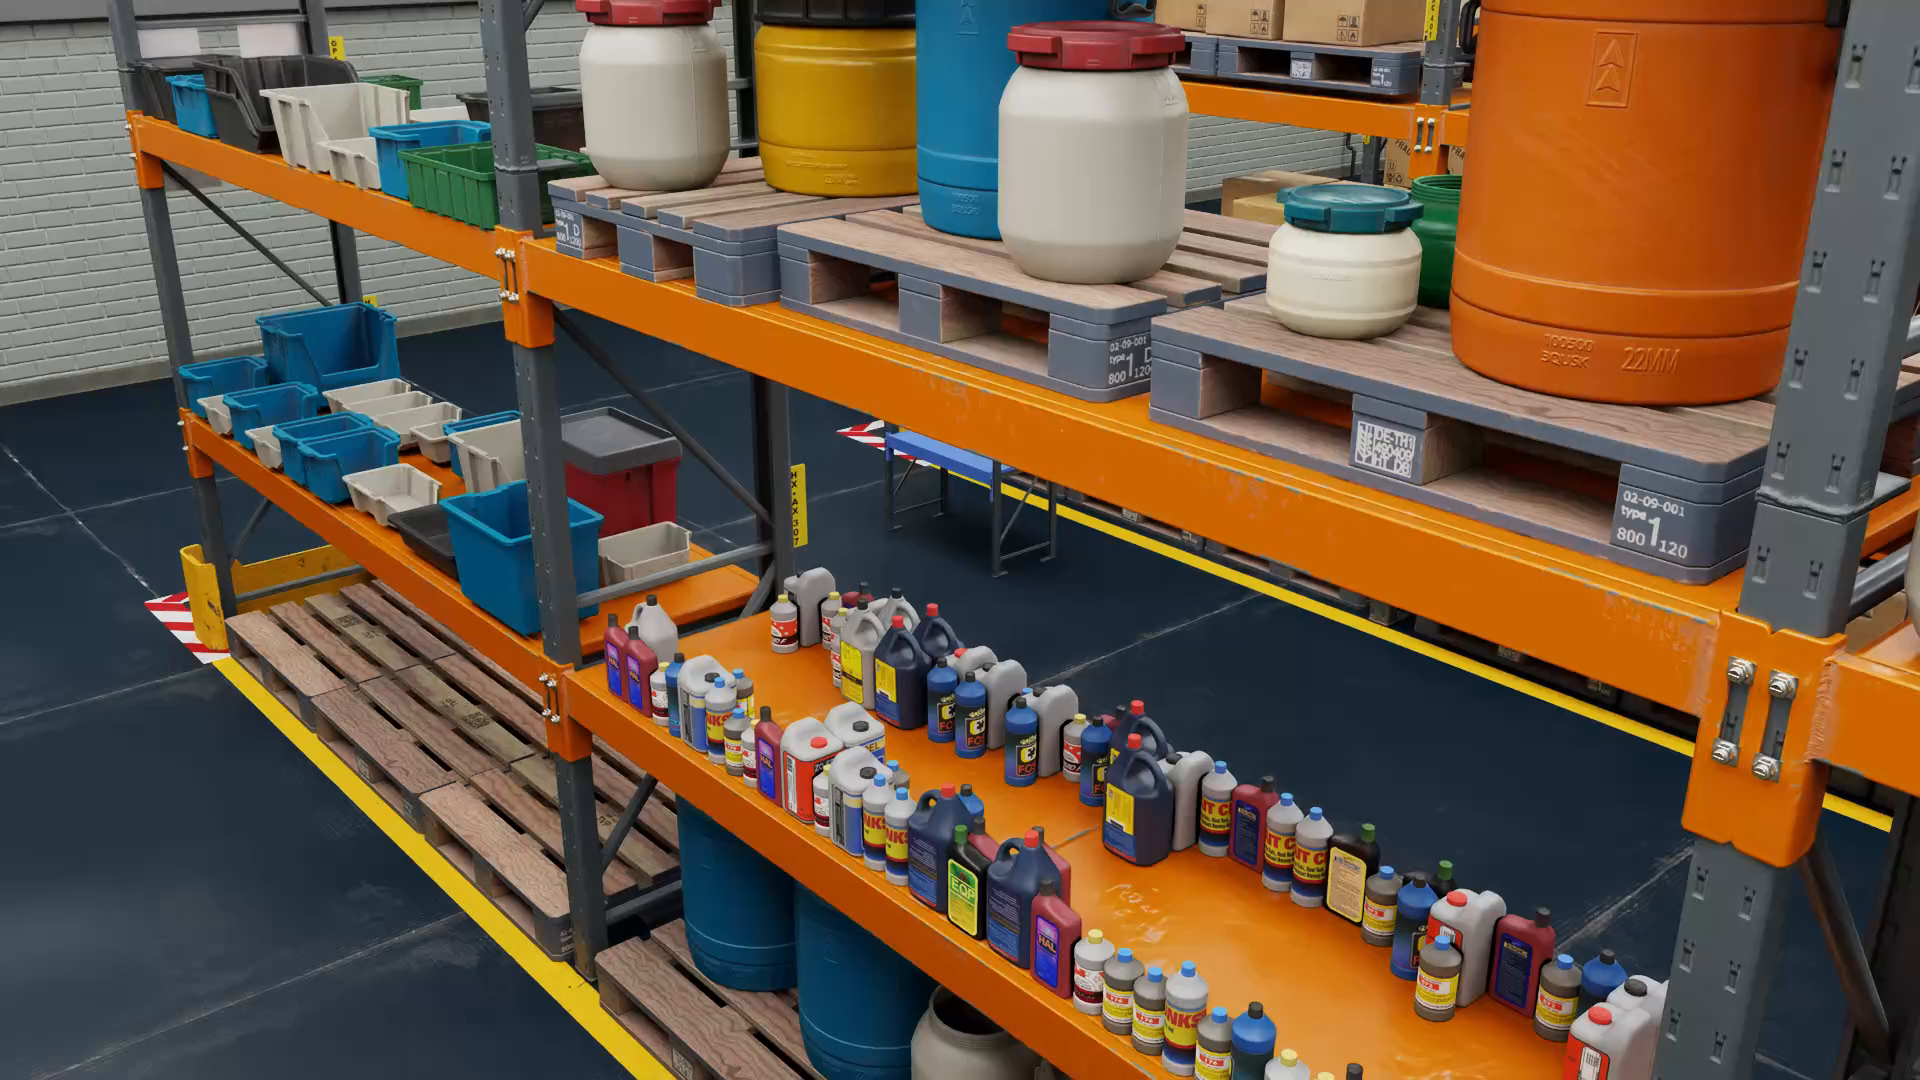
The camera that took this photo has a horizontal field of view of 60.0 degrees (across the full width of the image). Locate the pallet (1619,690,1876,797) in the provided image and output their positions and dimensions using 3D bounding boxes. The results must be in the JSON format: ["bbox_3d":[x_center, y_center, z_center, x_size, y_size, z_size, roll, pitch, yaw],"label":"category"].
[{"bbox_3d":[4.070,0.786,8.189,1.003,0.211,1.213,-17,27,-37],"label":"pallet"}]

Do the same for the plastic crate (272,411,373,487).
[{"bbox_3d":[-2.883,-0.411,7.568,0.416,0.233,0.300,-17,27,-37],"label":"plastic crate"}]

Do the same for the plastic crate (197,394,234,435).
[{"bbox_3d":[-3.596,-0.622,8.238,0.250,0.136,0.298,-17,27,-37],"label":"plastic crate"}]

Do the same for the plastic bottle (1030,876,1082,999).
[{"bbox_3d":[0.234,0.967,4.062,0.061,0.283,0.133,-17,27,-37],"label":"plastic bottle"}]

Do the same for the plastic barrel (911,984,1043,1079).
[{"bbox_3d":[0.062,1.624,5.061,0.421,0.512,0.421,0,21,0],"label":"plastic barrel"}]

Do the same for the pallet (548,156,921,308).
[{"bbox_3d":[-0.458,-0.982,5.023,1.213,0.211,1.003,-17,27,-37],"label":"pallet"}]

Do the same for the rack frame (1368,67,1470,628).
[{"bbox_3d":[2.709,-1.045,9.040,1.000,3.000,0.127,-17,27,-37],"label":"rack frame"}]

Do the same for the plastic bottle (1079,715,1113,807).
[{"bbox_3d":[0.403,0.644,4.903,0.097,0.271,0.097,0,21,0],"label":"plastic bottle"}]

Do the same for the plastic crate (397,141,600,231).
[{"bbox_3d":[-1.549,-1.209,5.636,0.450,0.188,0.662,-17,27,-37],"label":"plastic crate"}]

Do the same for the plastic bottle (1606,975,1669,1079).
[{"bbox_3d":[1.530,1.100,3.732,0.152,0.276,0.135,-17,27,-37],"label":"plastic bottle"}]

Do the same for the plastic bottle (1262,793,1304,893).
[{"bbox_3d":[0.872,0.808,4.484,0.097,0.271,0.097,0,21,0],"label":"plastic bottle"}]

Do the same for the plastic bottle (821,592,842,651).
[{"bbox_3d":[-0.445,0.284,5.919,0.097,0.201,0.097,0,21,0],"label":"plastic bottle"}]

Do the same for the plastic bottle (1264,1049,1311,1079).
[{"bbox_3d":[0.705,1.194,3.594,0.097,0.201,0.097,0,21,0],"label":"plastic bottle"}]

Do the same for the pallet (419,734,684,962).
[{"bbox_3d":[-1.553,1.238,7.033,1.003,0.211,1.213,-17,27,-37],"label":"pallet"}]

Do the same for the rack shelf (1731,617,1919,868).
[{"bbox_3d":[2.873,0.730,1.381,1.077,0.370,4.000,-17,27,-37],"label":"rack shelf"}]

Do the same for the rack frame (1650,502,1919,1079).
[{"bbox_3d":[1.567,1.239,3.208,1.000,3.000,0.127,-17,27,-37],"label":"rack frame"}]

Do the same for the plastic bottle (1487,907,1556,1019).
[{"bbox_3d":[1.350,0.995,3.991,0.061,0.283,0.133,-17,27,-37],"label":"plastic bottle"}]

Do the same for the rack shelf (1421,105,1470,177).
[{"bbox_3d":[4.014,-1.555,7.213,1.077,0.370,4.000,-17,27,-37],"label":"rack shelf"}]

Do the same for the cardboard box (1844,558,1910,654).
[{"bbox_3d":[4.309,0.410,7.662,1.225,0.875,0.875,-17,27,-37],"label":"cardboard box"}]

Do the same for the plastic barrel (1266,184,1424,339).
[{"bbox_3d":[0.757,-0.550,3.277,0.301,0.262,0.301,0,21,0],"label":"plastic barrel"}]

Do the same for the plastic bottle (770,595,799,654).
[{"bbox_3d":[-0.624,0.293,5.895,0.097,0.201,0.097,0,21,0],"label":"plastic bottle"}]

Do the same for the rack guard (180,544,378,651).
[{"bbox_3d":[-3.680,0.189,9.316,1.175,0.500,0.348,-17,27,-37],"label":"rack guard"}]

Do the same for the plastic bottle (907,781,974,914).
[{"bbox_3d":[-0.046,0.794,4.411,0.144,0.351,0.185,-17,27,-37],"label":"plastic bottle"}]

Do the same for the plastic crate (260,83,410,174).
[{"bbox_3d":[-2.442,-1.627,6.575,0.437,0.282,0.530,-17,27,-37],"label":"plastic crate"}]

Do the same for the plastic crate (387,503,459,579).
[{"bbox_3d":[-1.978,-0.011,6.695,0.437,0.125,0.590,-17,27,-37],"label":"plastic crate"}]

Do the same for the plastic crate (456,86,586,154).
[{"bbox_3d":[-1.647,-1.611,6.549,0.497,0.269,0.590,-17,27,-37],"label":"plastic crate"}]

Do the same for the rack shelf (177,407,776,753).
[{"bbox_3d":[-2.349,-0.084,7.572,1.077,0.370,4.000,-17,27,-37],"label":"rack shelf"}]

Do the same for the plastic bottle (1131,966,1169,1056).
[{"bbox_3d":[0.450,1.087,3.869,0.097,0.201,0.097,0,21,0],"label":"plastic bottle"}]

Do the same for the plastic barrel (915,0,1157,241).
[{"bbox_3d":[0.186,-1.257,4.204,0.600,0.901,0.708,-17,27,-37],"label":"plastic barrel"}]

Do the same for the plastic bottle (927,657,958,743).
[{"bbox_3d":[-0.056,0.501,5.269,0.097,0.271,0.097,0,21,0],"label":"plastic bottle"}]

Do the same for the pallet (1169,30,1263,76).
[{"bbox_3d":[1.390,-2.966,9.953,1.003,0.211,1.213,-17,27,-37],"label":"pallet"}]

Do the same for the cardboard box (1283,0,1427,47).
[{"bbox_3d":[2.152,-2.933,8.895,0.700,0.500,0.500,-19,29,-40],"label":"cardboard box"}]

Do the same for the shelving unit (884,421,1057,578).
[{"bbox_3d":[0.056,-0.675,10.150,0.538,1.500,1.048,-17,27,-37],"label":"shelving unit"}]

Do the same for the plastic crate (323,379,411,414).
[{"bbox_3d":[-2.985,-0.694,8.423,0.396,0.136,0.243,-17,27,-37],"label":"plastic crate"}]

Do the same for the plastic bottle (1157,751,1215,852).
[{"bbox_3d":[0.625,0.717,4.711,0.152,0.276,0.135,-17,27,-37],"label":"plastic bottle"}]

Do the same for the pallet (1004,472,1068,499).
[{"bbox_3d":[0.679,-0.650,11.854,1.003,0.211,1.213,-17,27,-37],"label":"pallet"}]

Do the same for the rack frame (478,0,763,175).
[{"bbox_3d":[-1.044,-2.660,4.936,1.000,3.000,0.127,-17,27,-37],"label":"rack frame"}]

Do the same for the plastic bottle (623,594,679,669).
[{"bbox_3d":[-1.033,0.342,5.565,0.144,0.351,0.185,-17,27,-37],"label":"plastic bottle"}]

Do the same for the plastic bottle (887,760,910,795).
[{"bbox_3d":[-0.192,0.730,4.780,0.097,0.201,0.097,0,21,0],"label":"plastic bottle"}]

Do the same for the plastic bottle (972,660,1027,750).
[{"bbox_3d":[0.114,0.501,5.262,0.152,0.276,0.135,-17,27,-37],"label":"plastic bottle"}]

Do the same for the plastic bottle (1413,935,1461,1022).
[{"bbox_3d":[1.145,1.042,3.983,0.097,0.201,0.097,0,21,0],"label":"plastic bottle"}]

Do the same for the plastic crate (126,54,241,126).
[{"bbox_3d":[-3.614,-2.135,7.887,0.497,0.269,0.590,-17,27,-37],"label":"plastic crate"}]

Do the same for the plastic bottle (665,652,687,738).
[{"bbox_3d":[-0.888,0.488,5.302,0.097,0.271,0.097,0,21,0],"label":"plastic bottle"}]

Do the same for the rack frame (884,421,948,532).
[{"bbox_3d":[-0.276,-0.815,10.509,0.500,1.500,0.032,-17,27,-37],"label":"rack frame"}]

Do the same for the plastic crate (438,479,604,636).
[{"bbox_3d":[-1.607,0.065,6.144,0.392,0.384,0.575,-17,27,-37],"label":"plastic crate"}]

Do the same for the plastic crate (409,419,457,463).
[{"bbox_3d":[-2.399,-0.462,7.831,0.298,0.136,0.250,-17,27,-37],"label":"plastic crate"}]

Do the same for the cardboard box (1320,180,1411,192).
[{"bbox_3d":[2.274,-1.794,9.722,0.500,0.500,0.500,-17,27,-37],"label":"cardboard box"}]

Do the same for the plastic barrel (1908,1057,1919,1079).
[{"bbox_3d":[2.100,1.232,3.040,0.600,0.536,0.708,-17,27,-37],"label":"plastic barrel"}]

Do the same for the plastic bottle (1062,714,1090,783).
[{"bbox_3d":[0.362,0.625,5.047,0.097,0.201,0.097,0,21,0],"label":"plastic bottle"}]

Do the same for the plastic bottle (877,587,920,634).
[{"bbox_3d":[-0.196,0.333,5.589,0.144,0.351,0.185,-17,27,-37],"label":"plastic bottle"}]

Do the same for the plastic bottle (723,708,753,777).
[{"bbox_3d":[-0.673,0.611,5.083,0.097,0.201,0.097,0,21,0],"label":"plastic bottle"}]

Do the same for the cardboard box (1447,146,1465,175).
[{"bbox_3d":[4.374,-3.157,13.886,0.500,0.500,0.500,-17,27,-37],"label":"cardboard box"}]

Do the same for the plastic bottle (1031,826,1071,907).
[{"bbox_3d":[0.223,0.882,4.280,0.061,0.283,0.133,-17,27,-37],"label":"plastic bottle"}]

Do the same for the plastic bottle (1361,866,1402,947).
[{"bbox_3d":[1.086,0.932,4.265,0.097,0.201,0.097,0,21,0],"label":"plastic bottle"}]

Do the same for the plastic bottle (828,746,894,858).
[{"bbox_3d":[-0.274,0.730,4.677,0.152,0.276,0.135,-17,27,-37],"label":"plastic bottle"}]

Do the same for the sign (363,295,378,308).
[{"bbox_3d":[-3.248,-1.183,9.167,0.100,0.325,0.005,-17,27,-37],"label":"sign"}]

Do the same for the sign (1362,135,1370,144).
[{"bbox_3d":[3.510,-3.577,14.317,0.100,0.325,0.005,-17,27,-37],"label":"sign"}]

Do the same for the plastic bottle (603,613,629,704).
[{"bbox_3d":[-1.127,0.391,5.533,0.061,0.283,0.133,-17,27,-37],"label":"plastic bottle"}]
